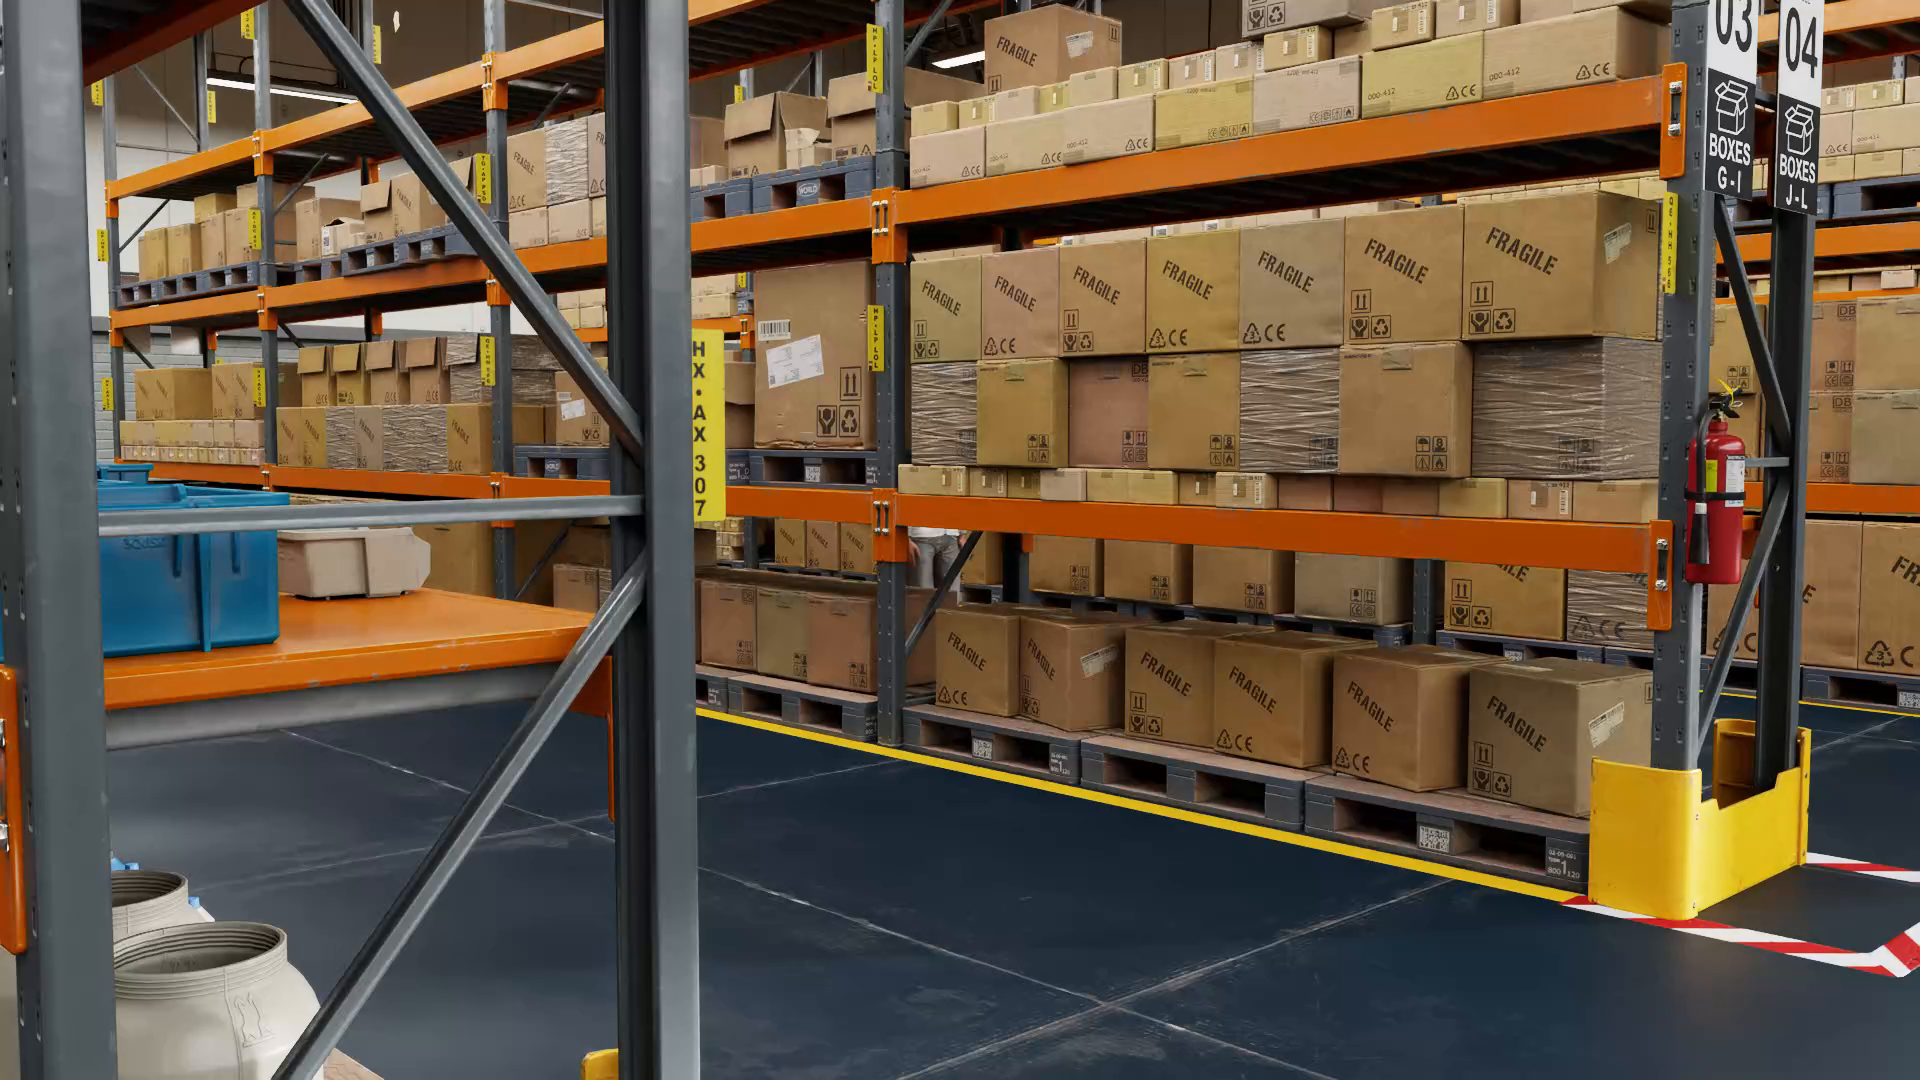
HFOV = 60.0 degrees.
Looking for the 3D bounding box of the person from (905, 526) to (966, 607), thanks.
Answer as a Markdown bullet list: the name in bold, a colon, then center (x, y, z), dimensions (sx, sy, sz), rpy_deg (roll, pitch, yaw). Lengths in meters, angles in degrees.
- **person**: center (-0.180, 0.006, 10.992), dimensions (0.583, 1.771, 0.466), rpy_deg (-4, 5, -44)
